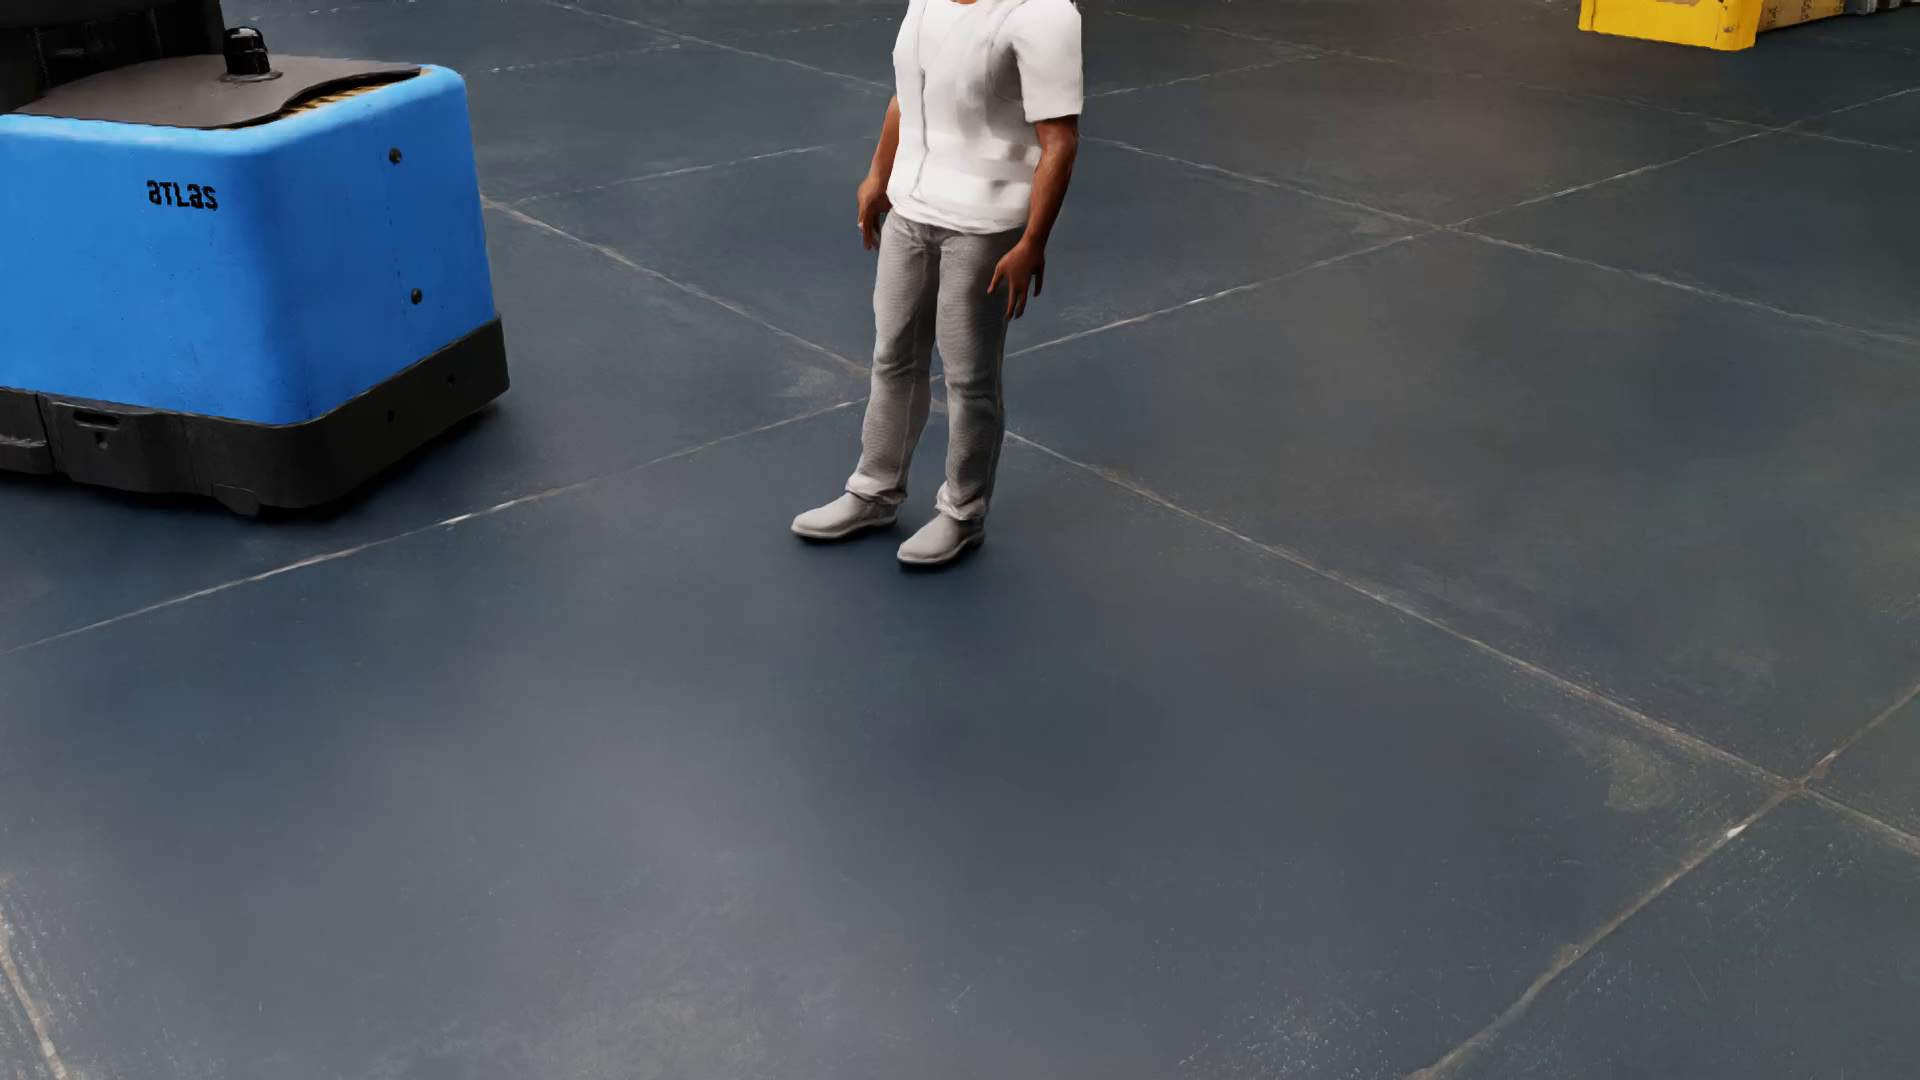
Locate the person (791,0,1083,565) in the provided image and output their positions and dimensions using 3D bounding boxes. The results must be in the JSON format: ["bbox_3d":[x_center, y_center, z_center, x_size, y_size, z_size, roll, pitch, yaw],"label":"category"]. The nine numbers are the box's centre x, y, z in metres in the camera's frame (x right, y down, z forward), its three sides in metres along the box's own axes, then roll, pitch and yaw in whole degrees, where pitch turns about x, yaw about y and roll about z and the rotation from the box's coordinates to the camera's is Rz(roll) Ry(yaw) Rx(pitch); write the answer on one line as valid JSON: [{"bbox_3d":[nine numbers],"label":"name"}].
[{"bbox_3d":[-0.057,-0.779,4.069,0.576,1.766,0.665,-20,33,-35],"label":"person"}]

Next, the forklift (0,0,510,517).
[{"bbox_3d":[-3.018,-1.752,4.734,3.031,2.935,1.130,8,28,16],"label":"forklift"}]
